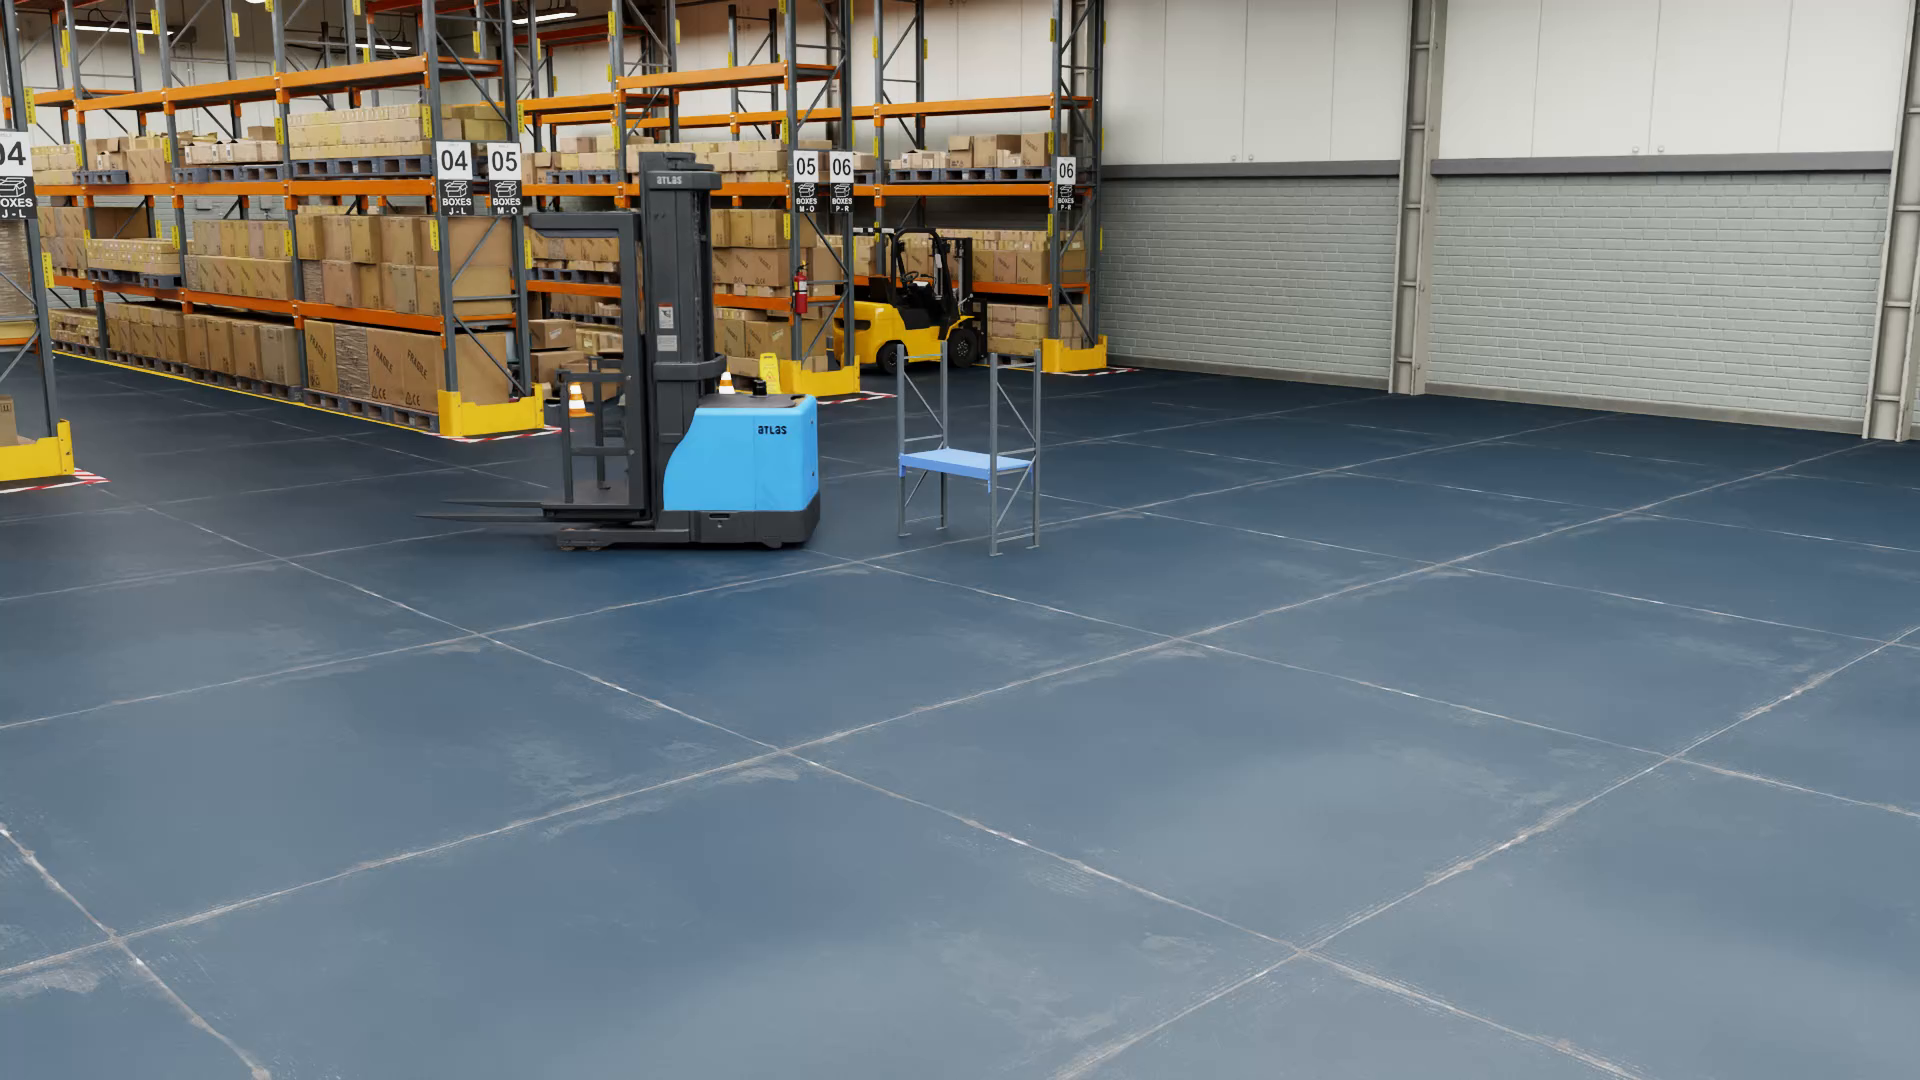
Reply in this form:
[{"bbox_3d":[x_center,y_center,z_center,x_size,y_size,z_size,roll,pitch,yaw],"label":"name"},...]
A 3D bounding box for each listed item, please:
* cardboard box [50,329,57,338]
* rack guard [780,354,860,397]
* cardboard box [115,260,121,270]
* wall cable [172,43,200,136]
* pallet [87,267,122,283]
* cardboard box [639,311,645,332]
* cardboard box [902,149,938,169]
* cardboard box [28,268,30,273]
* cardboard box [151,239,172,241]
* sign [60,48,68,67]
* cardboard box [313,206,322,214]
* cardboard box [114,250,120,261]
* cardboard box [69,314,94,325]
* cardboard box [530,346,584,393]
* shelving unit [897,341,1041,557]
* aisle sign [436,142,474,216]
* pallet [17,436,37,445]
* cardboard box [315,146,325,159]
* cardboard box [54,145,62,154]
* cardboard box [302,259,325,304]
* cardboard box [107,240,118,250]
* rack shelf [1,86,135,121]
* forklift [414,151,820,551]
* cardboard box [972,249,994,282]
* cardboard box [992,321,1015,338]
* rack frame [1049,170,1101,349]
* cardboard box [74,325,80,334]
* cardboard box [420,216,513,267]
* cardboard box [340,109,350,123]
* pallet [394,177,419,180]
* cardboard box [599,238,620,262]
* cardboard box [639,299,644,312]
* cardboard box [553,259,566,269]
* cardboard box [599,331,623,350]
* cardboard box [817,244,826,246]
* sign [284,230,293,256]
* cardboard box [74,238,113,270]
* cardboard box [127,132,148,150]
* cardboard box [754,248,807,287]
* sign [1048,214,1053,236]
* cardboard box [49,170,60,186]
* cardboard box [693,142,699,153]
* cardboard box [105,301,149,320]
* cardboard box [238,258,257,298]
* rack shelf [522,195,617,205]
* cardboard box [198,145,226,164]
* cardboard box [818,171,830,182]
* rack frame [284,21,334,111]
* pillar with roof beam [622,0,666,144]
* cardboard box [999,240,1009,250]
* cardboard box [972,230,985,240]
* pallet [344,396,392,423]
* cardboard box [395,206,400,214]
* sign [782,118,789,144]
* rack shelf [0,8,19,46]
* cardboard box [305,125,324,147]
[{"bbox_3d":[-15.744,-3.626,29.102,0.380,0.149,0.250,-11,16,-42],"label":"cardboard box"},{"bbox_3d":[-1.881,-2.209,22.392,1.175,0.500,0.348,-11,16,-43],"label":"rack guard"},{"bbox_3d":[-12.781,-4.240,25.639,0.380,0.149,0.250,-11,16,-44],"label":"cardboard box"},{"bbox_3d":[-17.010,-9.486,36.654,0.463,3.000,0.029,-11,16,-43],"label":"wall cable"},{"bbox_3d":[-13.203,-4.243,26.547,1.003,0.211,1.213,-11,16,-43],"label":"pallet"},{"bbox_3d":[-4.379,-3.108,24.479,0.500,0.500,0.500,-10,15,-40],"label":"cardboard box"},{"bbox_3d":[-0.605,-6.223,27.180,0.500,0.311,0.500,-10,16,-41],"label":"cardboard box"},{"bbox_3d":[-16.401,-4.836,29.575,0.380,0.149,0.250,-11,16,-43],"label":"cardboard box"},{"bbox_3d":[-12.495,-4.659,26.201,0.250,0.149,0.380,11,16,43],"label":"cardboard box"},{"bbox_3d":[-15.973,-8.600,29.646,0.100,0.325,0.005,-11,16,-43],"label":"sign"},{"bbox_3d":[-12.309,-6.405,32.232,0.250,0.149,0.380,11,16,43],"label":"cardboard box"},{"bbox_3d":[-12.777,-4.385,25.604,0.380,0.149,0.250,-11,16,-43],"label":"cardboard box"},{"bbox_3d":[-14.818,-3.727,28.120,0.250,0.149,0.380,11,16,42],"label":"cardboard box"},{"bbox_3d":[-5.524,-2.304,22.513,0.797,0.637,0.503,-11,16,-43],"label":"cardboard box"},{"bbox_3d":[0.059,-0.722,12.700,0.538,1.500,1.048,-11,16,-43],"label":"shelving unit"},{"bbox_3d":[-5.507,-3.938,18.151,0.394,0.787,0.004,-11,16,-43],"label":"aisle sign"},{"bbox_3d":[-9.584,-0.810,16.318,1.003,0.211,1.213,-11,16,-43],"label":"pallet"},{"bbox_3d":[-7.571,-4.691,20.145,0.380,0.149,0.250,-11,16,-43],"label":"cardboard box"},{"bbox_3d":[-14.765,-6.463,27.559,0.250,0.149,0.380,11,16,43],"label":"cardboard box"},{"bbox_3d":[-7.838,-3.322,21.232,0.875,0.550,0.550,-11,16,-43],"label":"cardboard box"},{"bbox_3d":[-12.966,-4.569,25.764,0.380,0.149,0.250,-11,16,-43],"label":"cardboard box"},{"bbox_3d":[-15.007,-7.345,28.052,1.077,0.370,4.000,-11,16,-43],"label":"rack shelf"},{"bbox_3d":[-2.653,-1.461,12.739,3.031,2.935,1.130,0,12,2],"label":"forklift"},{"bbox_3d":[0.524,-4.350,26.344,0.500,0.500,0.500,-11,16,-44],"label":"cardboard box"},{"bbox_3d":[0.858,-3.320,26.127,0.500,0.250,0.500,-11,16,-43],"label":"cardboard box"},{"bbox_3d":[1.759,-4.114,25.446,1.000,3.000,0.127,-11,16,-43],"label":"rack frame"},{"bbox_3d":[-14.759,-3.584,28.163,0.380,0.149,0.250,-10,16,-41],"label":"cardboard box"},{"bbox_3d":[-5.567,-3.379,18.832,0.875,0.550,0.550,-11,16,-43],"label":"cardboard box"},{"bbox_3d":[-7.045,-4.970,19.525,0.380,0.149,0.250,-11,16,-43],"label":"cardboard box"},{"bbox_3d":[-9.447,-6.422,29.687,1.217,0.209,0.805,11,16,43],"label":"pallet"},{"bbox_3d":[-5.076,-4.441,25.009,0.500,0.500,0.500,-11,16,-44],"label":"cardboard box"},{"bbox_3d":[-6.357,-4.745,33.662,0.500,0.500,0.500,-10,15,-40],"label":"cardboard box"},{"bbox_3d":[-6.182,-4.356,26.203,0.380,0.149,0.250,-10,15,-41],"label":"cardboard box"},{"bbox_3d":[-4.955,-3.000,25.513,0.950,0.372,0.625,-11,16,-42],"label":"cardboard box"},{"bbox_3d":[-2.237,-5.055,29.145,0.500,0.250,0.500,-10,16,-41],"label":"cardboard box"},{"bbox_3d":[-8.487,-3.752,21.017,0.100,0.325,0.005,-11,16,-43],"label":"sign"},{"bbox_3d":[-14.164,-4.694,27.279,0.500,0.500,0.500,-11,16,-42],"label":"cardboard box"},{"bbox_3d":[-12.234,-5.986,24.952,0.396,0.266,0.258,-11,16,-43],"label":"cardboard box"},{"bbox_3d":[-2.402,-3.657,22.244,0.500,0.500,0.500,-11,16,-44],"label":"cardboard box"},{"bbox_3d":[1.357,-4.724,24.948,0.100,0.325,0.005,-11,16,-43],"label":"sign"},{"bbox_3d":[-14.847,-6.047,27.766,0.500,0.250,0.500,-11,16,-43],"label":"cardboard box"},{"bbox_3d":[-3.476,-5.435,23.073,0.380,0.149,0.250,-10,16,-41],"label":"cardboard box"},{"bbox_3d":[-13.306,-3.673,26.599,0.500,0.250,0.500,11,16,43],"label":"cardboard box"},{"bbox_3d":[-9.353,-3.536,22.395,0.500,0.500,0.500,-11,16,-42],"label":"cardboard box"},{"bbox_3d":[-7.909,-7.274,35.134,1.077,0.370,4.000,-11,16,-43],"label":"rack shelf"},{"bbox_3d":[-10.177,-5.326,22.977,0.500,0.250,0.500,-10,16,-41],"label":"cardboard box"},{"bbox_3d":[-1.823,-4.862,22.264,0.380,0.149,0.250,-11,16,-42],"label":"cardboard box"},{"bbox_3d":[-12.878,-8.695,32.815,1.000,3.000,0.127,-11,16,-43],"label":"rack frame"},{"bbox_3d":[-9.470,-8.431,31.533,9.100,9.000,0.548,-11,16,-43],"label":"pillar with roof beam"},{"bbox_3d":[0.821,-4.610,25.996,0.380,0.149,0.250,-11,16,-43],"label":"cardboard box"},{"bbox_3d":[0.405,-4.822,26.288,0.380,0.149,0.250,-10,16,-41],"label":"cardboard box"},{"bbox_3d":[-6.786,-1.635,20.326,1.003,0.211,1.213,-11,16,-43],"label":"pallet"},{"bbox_3d":[-10.334,-6.147,30.980,0.380,0.149,0.250,-11,16,-42],"label":"cardboard box"},{"bbox_3d":[-2.244,-5.250,21.333,0.100,0.325,0.005,-11,16,-43],"label":"sign"},{"bbox_3d":[-10.377,-4.917,16.268,1.077,0.370,4.000,-11,16,-43],"label":"rack shelf"},{"bbox_3d":[-7.616,-4.913,20.238,0.500,0.250,0.500,-11,16,-43],"label":"cardboard box"}]
